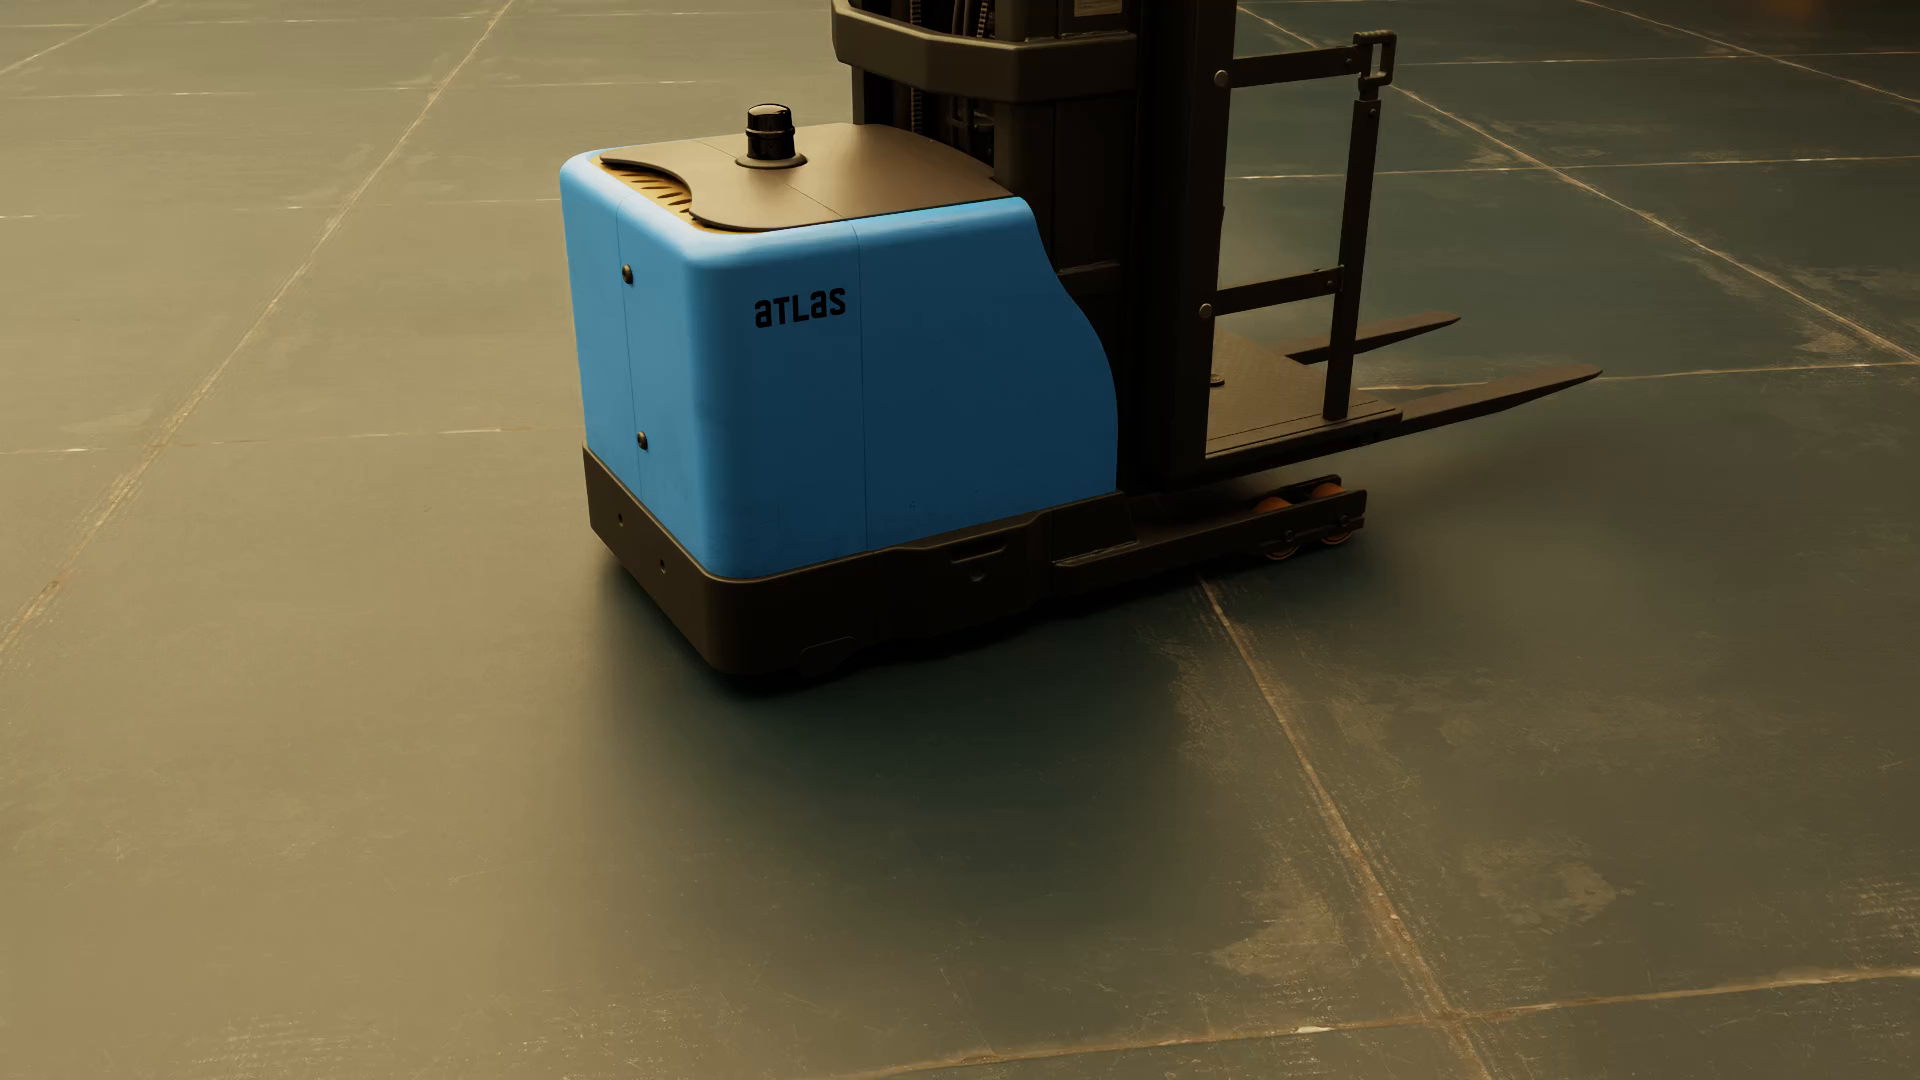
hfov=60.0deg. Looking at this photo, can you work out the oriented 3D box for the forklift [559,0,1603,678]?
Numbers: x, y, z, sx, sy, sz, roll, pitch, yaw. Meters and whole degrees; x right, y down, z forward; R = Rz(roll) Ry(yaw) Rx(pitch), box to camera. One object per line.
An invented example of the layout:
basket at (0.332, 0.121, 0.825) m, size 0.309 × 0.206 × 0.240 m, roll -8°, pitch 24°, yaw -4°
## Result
forklift at (0.529, -1.451, 4.240) m, size 3.031 × 2.935 × 1.130 m, roll -14°, pitch 29°, yaw -26°
